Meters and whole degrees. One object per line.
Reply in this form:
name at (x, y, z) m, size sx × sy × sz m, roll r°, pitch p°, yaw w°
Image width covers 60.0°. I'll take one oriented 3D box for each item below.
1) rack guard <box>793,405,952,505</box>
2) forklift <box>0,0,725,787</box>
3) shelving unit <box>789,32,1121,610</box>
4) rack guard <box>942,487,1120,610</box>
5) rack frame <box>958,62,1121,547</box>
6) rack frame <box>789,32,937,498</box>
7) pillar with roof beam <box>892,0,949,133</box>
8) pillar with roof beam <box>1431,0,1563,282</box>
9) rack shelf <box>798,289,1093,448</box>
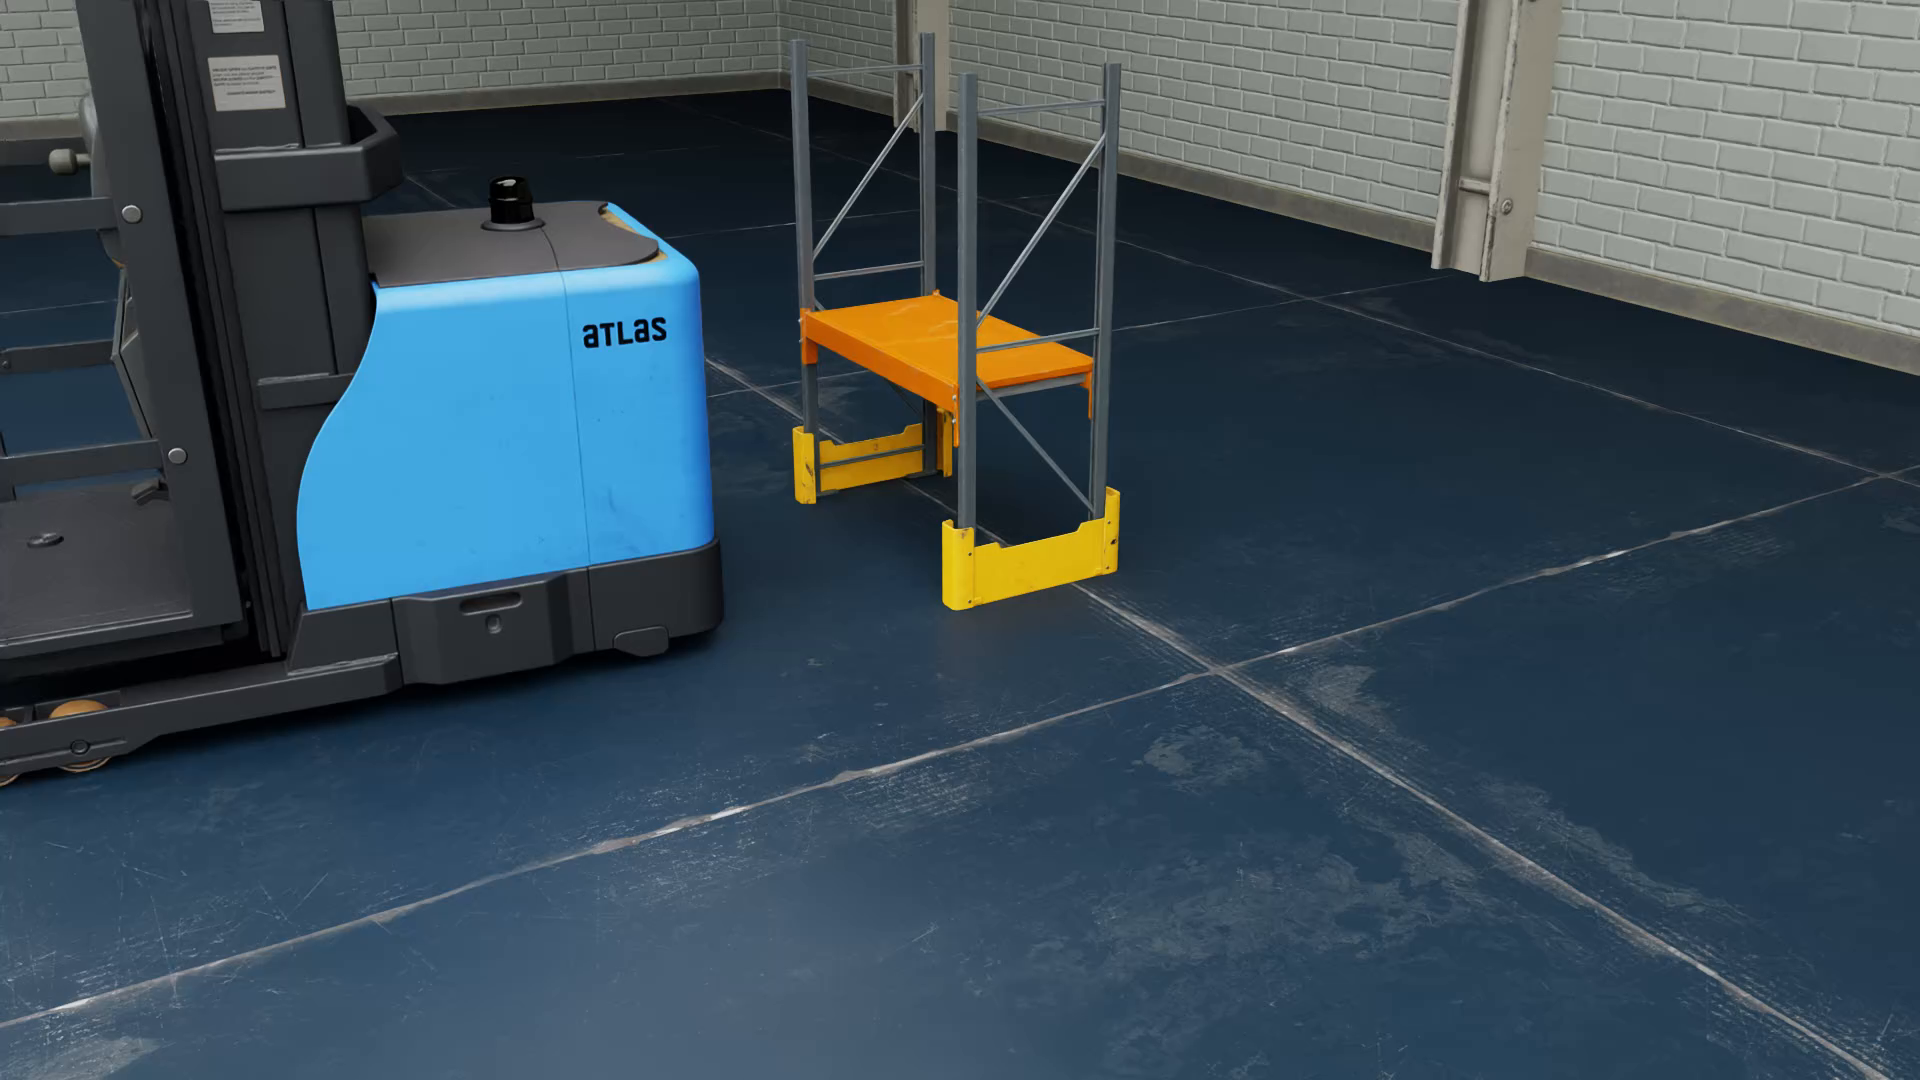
rack guard at (-0.293, -0.302, 5.722) m, size 0.587 × 0.250 × 0.087 m, roll -13°, pitch 25°, yaw -28°
forklift at (-2.213, -1.003, 3.887) m, size 3.031 × 2.935 × 1.130 m, roll -9°, pitch 24°, yaw -22°
shelving unit at (-0.039, -0.719, 5.090) m, size 0.587 × 1.500 × 1.083 m, roll -13°, pitch 25°, yaw -28°
rack guard at (0.215, 0.021, 4.928) m, size 0.587 × 0.250 × 0.087 m, roll -13°, pitch 25°, yaw -28°
rack frame at (0.216, -0.558, 4.692) m, size 0.500 × 1.500 × 0.032 m, roll -13°, pitch 25°, yaw -28°
rack frame at (-0.303, -0.887, 5.502) m, size 0.500 × 1.500 × 0.032 m, roll -13°, pitch 25°, yaw -28°
pillar with roof beam at (-4.016, -6.708, 9.865) m, size 9.100 × 9.000 × 0.400 m, roll -13°, pitch 25°, yaw -28°
pillar with roof beam at (-0.951, -4.766, 5.086) m, size 9.100 × 9.000 × 0.400 m, roll -13°, pitch 25°, yaw -28°
rack shelf at (-0.044, -0.556, 5.165) m, size 0.538 × 0.185 × 1.000 m, roll -13°, pitch 25°, yaw -28°
